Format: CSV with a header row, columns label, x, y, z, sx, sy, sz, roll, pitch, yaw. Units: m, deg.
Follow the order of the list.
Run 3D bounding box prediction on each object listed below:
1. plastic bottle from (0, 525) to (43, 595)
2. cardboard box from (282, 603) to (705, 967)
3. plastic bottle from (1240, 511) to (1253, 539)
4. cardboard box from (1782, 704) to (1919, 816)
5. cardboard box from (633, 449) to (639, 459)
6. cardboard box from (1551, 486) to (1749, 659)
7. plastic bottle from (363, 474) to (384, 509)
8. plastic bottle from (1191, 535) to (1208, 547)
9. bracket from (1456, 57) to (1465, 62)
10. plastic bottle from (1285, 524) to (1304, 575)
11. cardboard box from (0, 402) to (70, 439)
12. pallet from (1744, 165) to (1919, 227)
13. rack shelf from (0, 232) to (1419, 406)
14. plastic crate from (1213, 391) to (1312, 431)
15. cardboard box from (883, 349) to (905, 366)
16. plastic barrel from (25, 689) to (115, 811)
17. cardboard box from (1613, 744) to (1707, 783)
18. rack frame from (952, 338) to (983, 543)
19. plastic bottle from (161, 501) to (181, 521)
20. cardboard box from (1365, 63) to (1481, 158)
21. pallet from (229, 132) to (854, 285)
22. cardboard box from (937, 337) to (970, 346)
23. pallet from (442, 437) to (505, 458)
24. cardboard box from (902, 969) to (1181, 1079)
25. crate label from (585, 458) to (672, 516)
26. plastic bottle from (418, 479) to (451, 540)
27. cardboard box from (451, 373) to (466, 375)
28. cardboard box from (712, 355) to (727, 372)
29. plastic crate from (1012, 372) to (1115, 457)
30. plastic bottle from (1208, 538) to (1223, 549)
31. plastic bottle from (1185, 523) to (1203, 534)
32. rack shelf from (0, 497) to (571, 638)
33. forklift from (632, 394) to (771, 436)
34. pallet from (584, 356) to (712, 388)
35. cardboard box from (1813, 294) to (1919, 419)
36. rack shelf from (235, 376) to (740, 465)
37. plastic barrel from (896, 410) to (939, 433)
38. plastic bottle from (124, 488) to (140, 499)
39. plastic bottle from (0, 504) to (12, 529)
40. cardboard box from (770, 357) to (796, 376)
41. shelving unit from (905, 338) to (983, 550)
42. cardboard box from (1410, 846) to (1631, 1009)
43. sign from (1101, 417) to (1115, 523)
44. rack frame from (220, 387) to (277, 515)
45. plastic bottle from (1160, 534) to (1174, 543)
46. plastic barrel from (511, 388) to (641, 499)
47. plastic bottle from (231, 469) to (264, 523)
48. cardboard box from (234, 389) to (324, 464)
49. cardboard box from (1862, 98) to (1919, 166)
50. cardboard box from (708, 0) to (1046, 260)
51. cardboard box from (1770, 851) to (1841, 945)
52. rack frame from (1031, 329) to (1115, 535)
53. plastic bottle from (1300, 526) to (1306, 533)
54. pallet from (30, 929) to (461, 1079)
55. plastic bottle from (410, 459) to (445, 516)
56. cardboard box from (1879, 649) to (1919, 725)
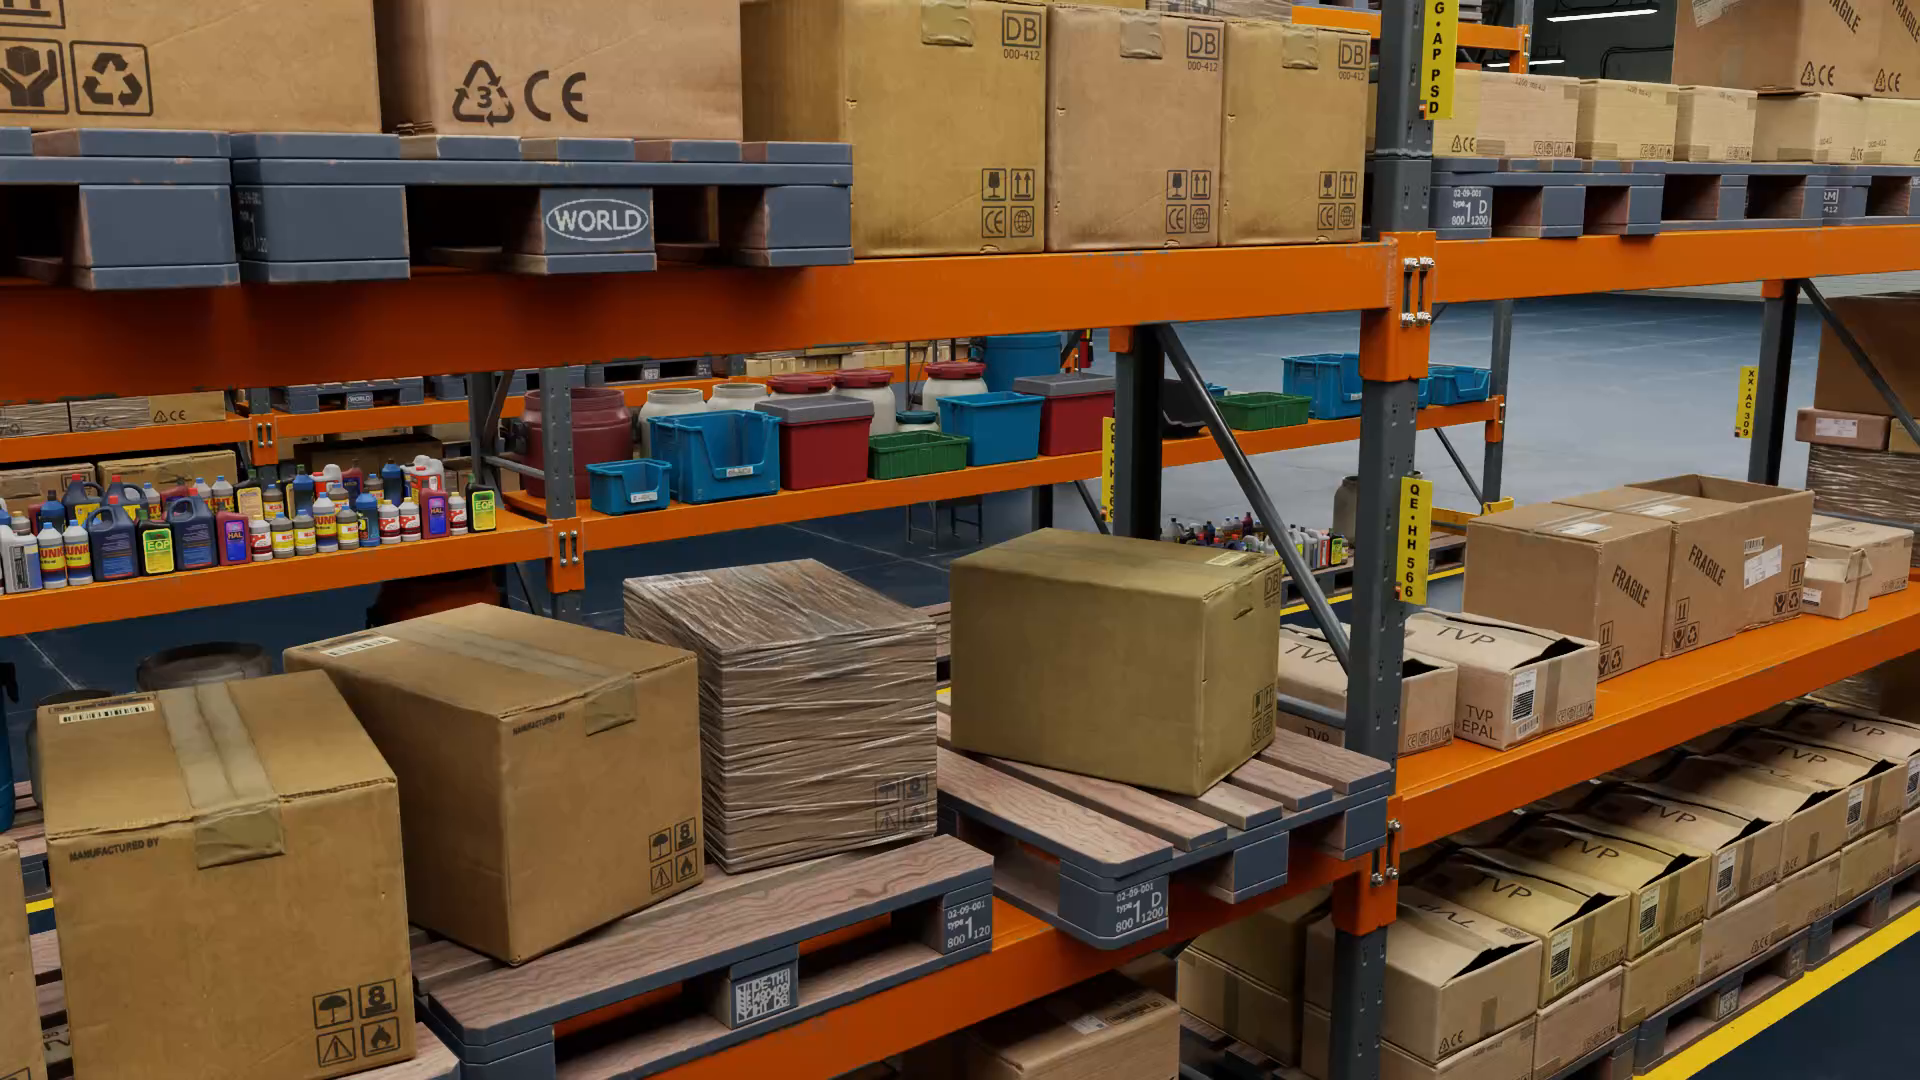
label,x,y,z,sx,sy,sz,roll,pitch,yaw
plastic bottle,-3.889,0.072,6.868,0.135,0.276,0.152,-9,15,-38
cardboard box,-0.960,0.470,3.443,0.700,0.500,0.500,9,15,36
plastic bottle,2.179,-0.073,12.731,0.133,0.283,0.061,-9,15,-37
cardboard box,3.809,0.890,6.976,0.500,0.311,0.500,-9,15,-38
cardboard box,-3.117,-0.539,14.406,0.500,0.500,0.700,-10,15,-38
cardboard box,2.533,0.107,6.164,0.500,0.500,0.500,-9,15,-38
plastic bottle,-2.993,-0.235,8.494,0.097,0.201,0.097,0,12,0
plastic bottle,1.654,0.141,11.561,0.185,0.351,0.144,-9,15,-38
bracket,13.806,-13.145,45.705,0.430,0.232,0.235,-9,15,-38
plastic bottle,2.368,0.061,11.939,0.185,0.351,0.144,-9,15,-35
cardboard box,-6.390,-0.976,11.263,0.500,0.500,0.500,-10,16,-39
pallet,3.265,-1.332,6.418,1.217,0.209,0.805,-10,16,-40
rack shelf,-0.739,-0.412,3.356,4.000,0.370,1.077,-9,15,-38
plastic crate,2.091,-0.905,11.681,0.662,0.188,0.450,-9,15,-38
cardboard box,-0.721,-1.735,15.683,0.250,0.149,0.380,-9,15,-38
plastic barrel,-3.907,0.953,7.400,0.421,0.512,0.421,0,12,0
cardboard box,2.670,0.935,6.761,0.500,0.311,0.500,-10,16,-40
rack frame,0.061,-1.037,13.959,0.015,2.100,0.400,-9,15,-38
plastic bottle,-3.445,-0.032,7.338,0.133,0.283,0.061,-9,15,-38
cardboard box,1.141,-1.223,4.795,0.500,0.250,0.500,-11,16,-42
pallet,-0.940,-0.620,3.059,1.003,0.211,1.213,-9,15,-38
cardboard box,-0.296,-2.186,16.246,0.500,0.500,0.875,-9,15,-38
pallet,-5.815,-1.023,18.439,1.213,0.211,1.003,-9,15,-38
cardboard box,0.197,1.252,4.162,0.500,0.250,0.500,-9,15,-36
crate label,-1.706,-0.272,8.589,0.416,0.233,0.303,-9,15,-38
plastic bottle,-2.499,-0.151,7.899,0.133,0.283,0.061,-9,15,-38
cardboard box,-3.911,-1.475,13.204,0.500,0.250,0.500,-10,16,-39
cardboard box,-2.256,-1.635,15.210,0.250,0.149,0.380,-9,15,-38
plastic crate,0.667,-0.797,10.509,0.583,0.464,0.402,-9,15,-38
plastic bottle,1.744,0.165,11.451,0.185,0.351,0.144,-9,15,-36
plastic bottle,1.709,0.021,12.307,0.135,0.276,0.152,-9,15,-37
rack shelf,-3.831,0.252,7.453,4.000,0.370,1.077,-9,15,-38
forklift,-3.228,-2.159,17.239,3.031,2.935,1.130,-8,14,-34
pallet,-2.928,-1.513,14.492,1.213,0.211,1.003,-9,15,-38
cardboard box,4.288,-0.817,7.390,0.500,0.500,0.700,-9,15,-37
rack shelf,-3.802,-1.071,13.681,4.000,0.370,1.077,-9,15,-38
plastic barrel,-0.275,-0.664,10.368,0.301,0.262,0.301,0,12,0
plastic bottle,-3.892,-0.115,7.748,0.135,0.276,0.152,-9,15,-38
plastic bottle,-4.229,-0.024,7.329,0.097,0.271,0.097,0,12,0
cardboard box,-1.681,-1.568,14.899,0.250,0.149,0.380,-9,15,-38
shelving unit,-0.129,-1.006,13.810,0.503,2.100,0.431,-9,15,-38
cardboard box,1.820,1.220,5.422,0.500,0.311,0.500,-10,16,-39
sign,0.473,-0.212,5.116,0.005,0.325,0.100,-9,15,-38
rack frame,-5.363,-1.163,12.384,0.127,3.000,1.000,-9,15,-38
plastic bottle,1.439,0.104,11.915,0.135,0.276,0.152,-9,15,-38
plastic barrel,-2.096,-0.535,9.101,0.708,0.536,0.600,-9,15,-38
plastic bottle,-3.484,-0.199,8.124,0.133,0.283,0.061,-9,15,-38
cardboard box,-7.171,-1.264,17.264,0.750,0.750,1.050,-9,15,-37
cardboard box,3.459,-1.596,6.550,0.500,0.250,0.500,-8,14,-32
cardboard box,-0.302,-0.876,3.571,0.500,0.500,0.910,-9,15,-38
cardboard box,3.008,1.297,6.406,0.500,0.250,0.500,-9,15,-36
rack frame,0.854,-0.879,11.045,0.127,3.000,1.000,-9,15,-38
plastic bottle,2.537,0.036,12.216,0.133,0.283,0.061,-9,15,-38
pallet,-1.609,0.971,2.795,1.213,0.211,1.003,-9,15,-38
plastic bottle,-2.714,-0.270,8.480,0.135,0.276,0.152,-9,15,-38
cardboard box,4.504,0.689,7.467,0.500,0.500,0.500,-9,15,-38
